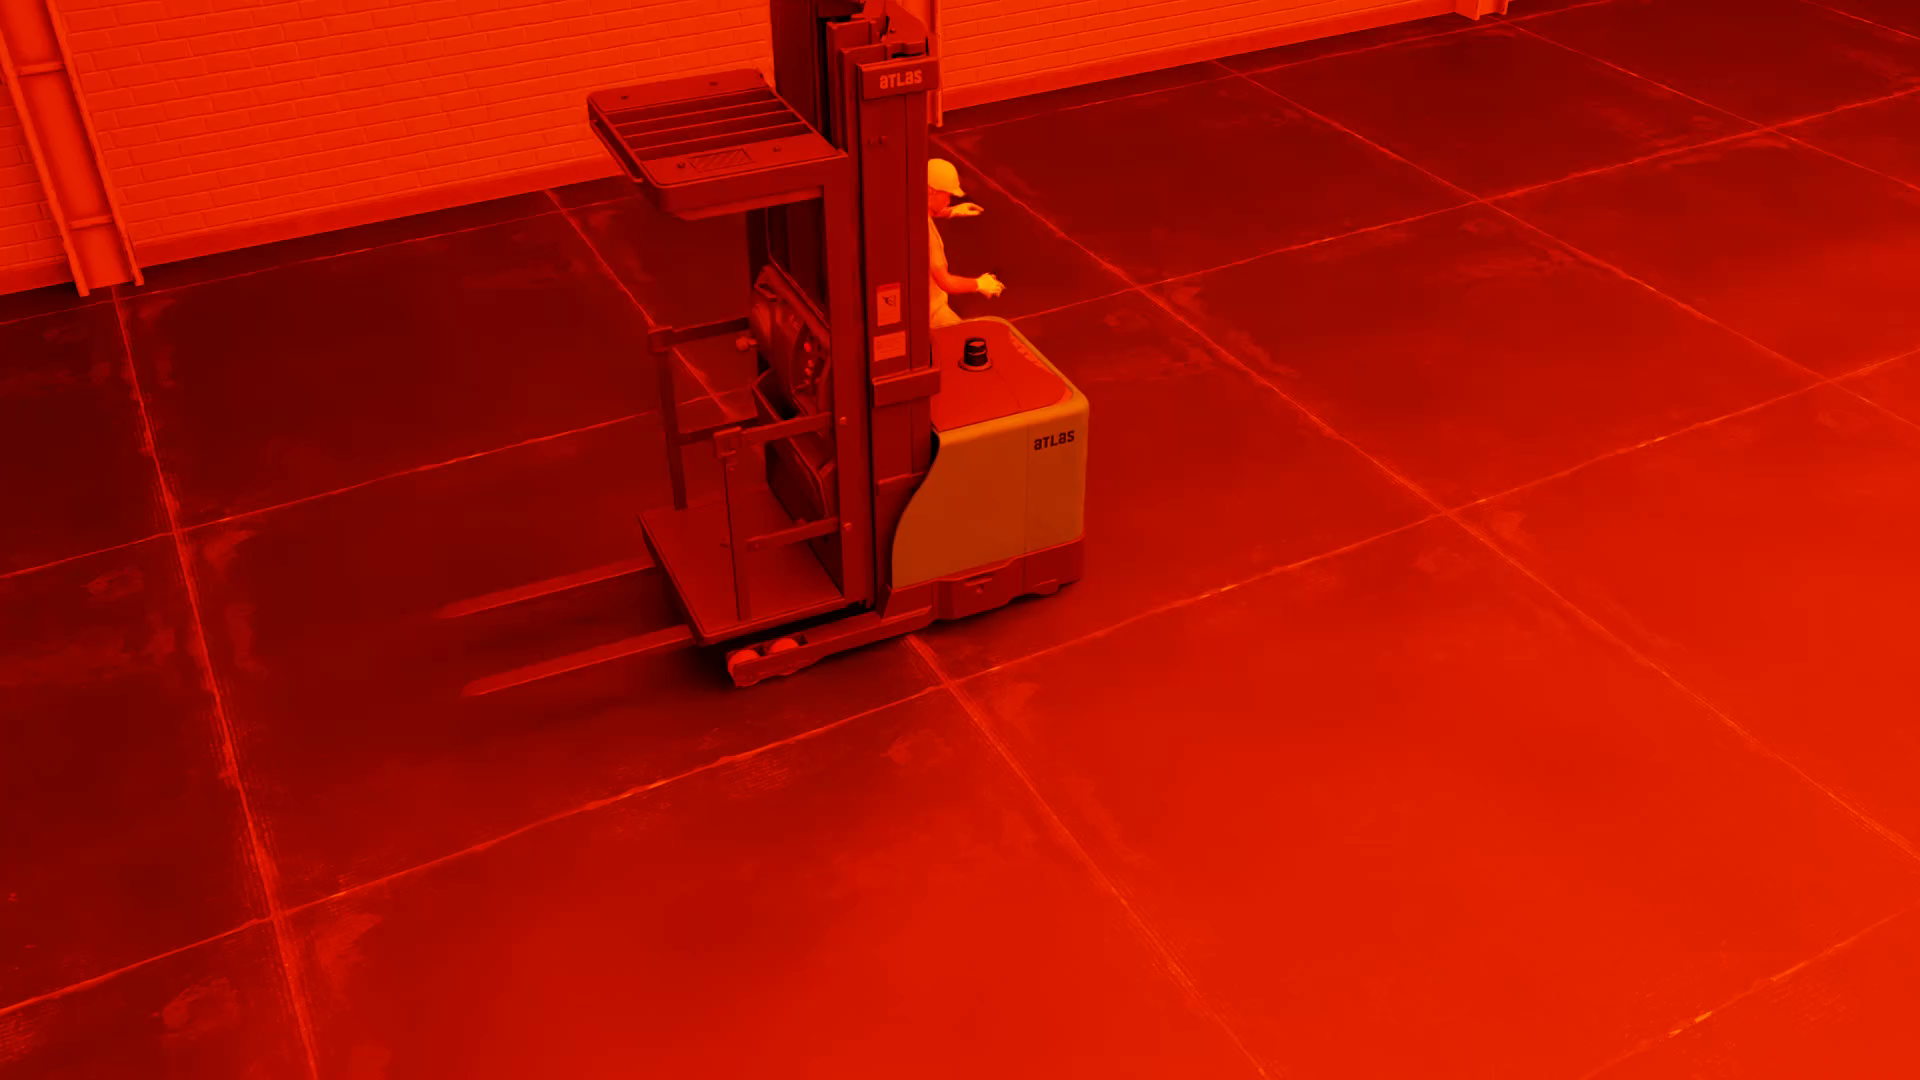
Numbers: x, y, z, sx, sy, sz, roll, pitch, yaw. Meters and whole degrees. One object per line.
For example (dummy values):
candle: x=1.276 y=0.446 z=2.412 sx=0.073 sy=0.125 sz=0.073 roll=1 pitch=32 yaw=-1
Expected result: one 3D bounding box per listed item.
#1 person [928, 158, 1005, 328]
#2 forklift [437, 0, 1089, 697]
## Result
person: x=-0.084 y=-1.409 z=9.300 sx=0.848 sy=1.566 sz=1.301 roll=-9 pitch=36 yaw=-12
forklift: x=-0.941 y=-0.869 z=7.352 sx=3.031 sy=2.935 sz=1.130 roll=-15 pitch=38 yaw=-20
